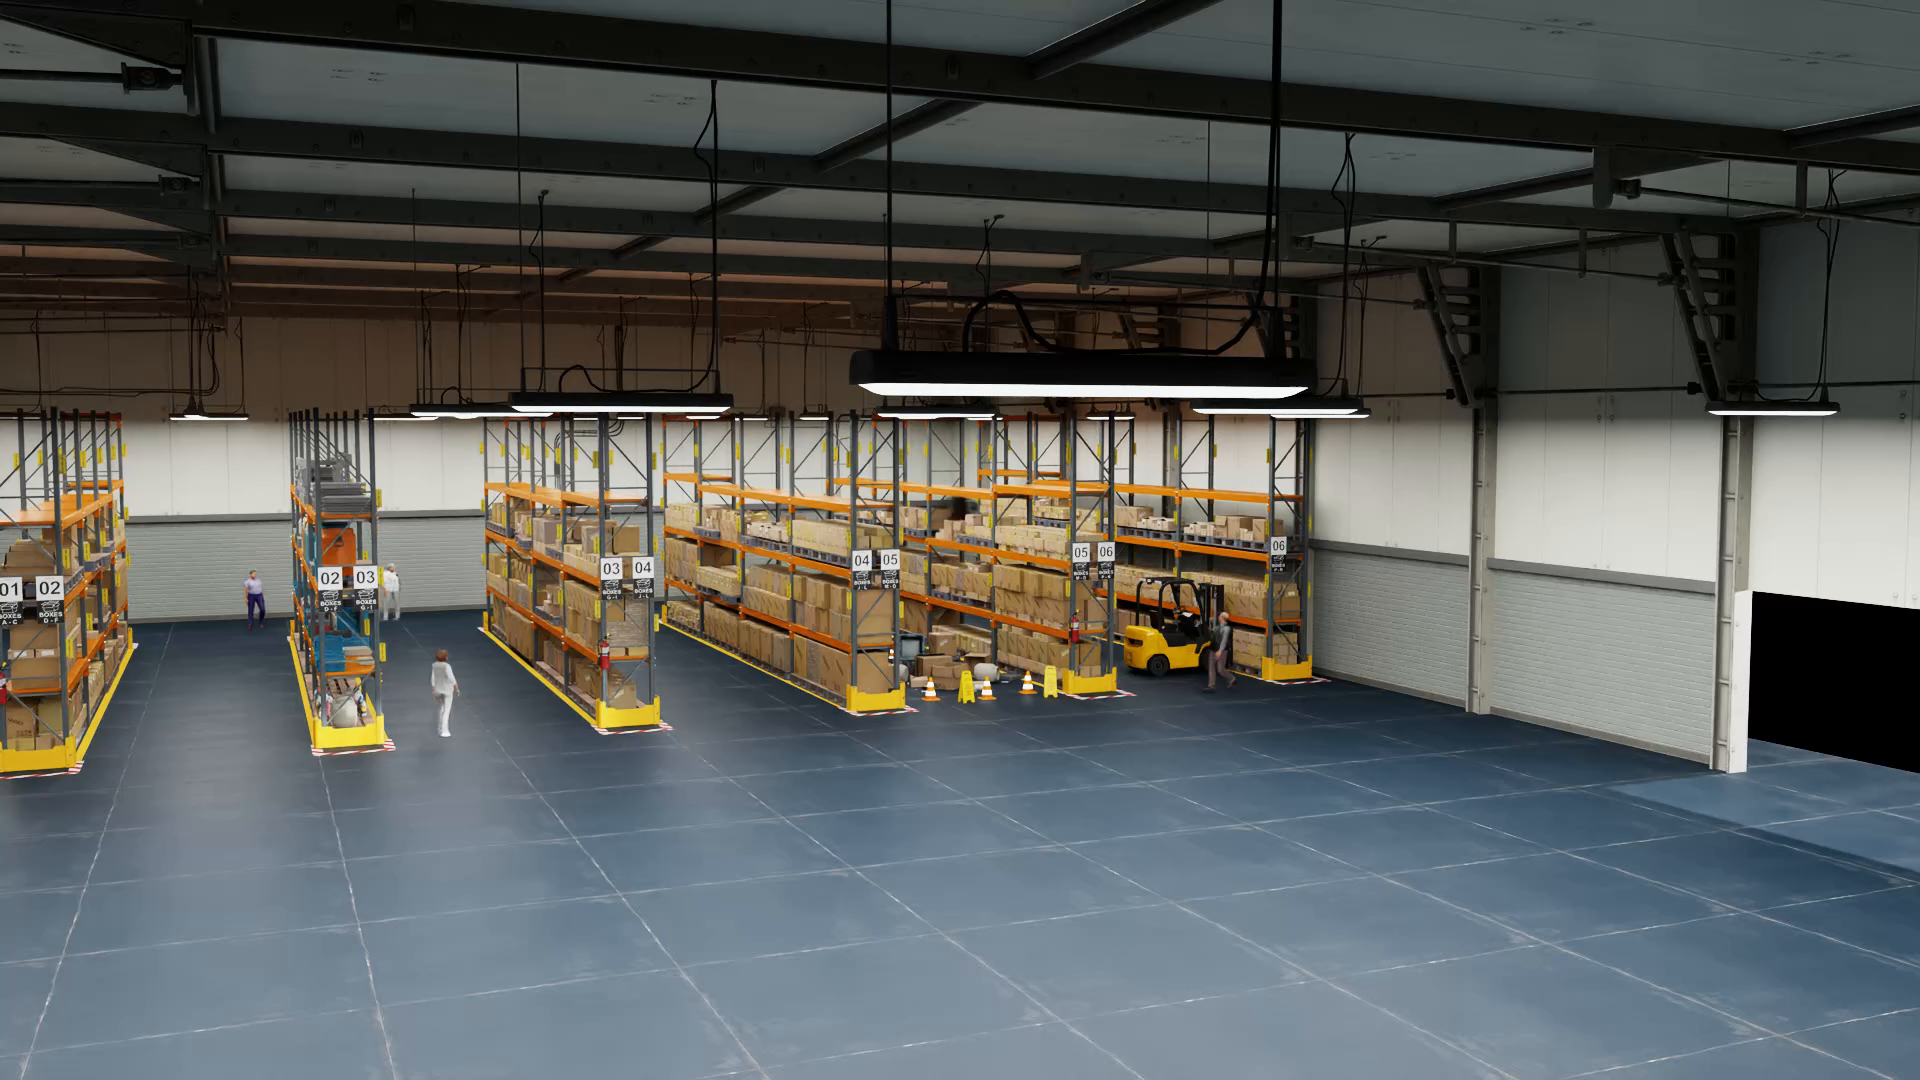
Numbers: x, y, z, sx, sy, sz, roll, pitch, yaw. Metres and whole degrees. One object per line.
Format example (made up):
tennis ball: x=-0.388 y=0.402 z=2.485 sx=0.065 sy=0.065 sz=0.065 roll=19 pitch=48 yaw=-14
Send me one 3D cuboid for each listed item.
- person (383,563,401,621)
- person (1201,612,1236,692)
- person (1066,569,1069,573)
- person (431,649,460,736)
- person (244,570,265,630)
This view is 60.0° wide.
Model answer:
person: x=-16.555 y=1.510 z=48.415 sx=0.492 sy=1.672 sz=0.395 roll=-3 pitch=5 yaw=-34
person: x=5.508 y=2.403 z=35.466 sx=0.737 sy=1.691 sz=0.540 roll=-3 pitch=5 yaw=-32
person: x=2.740 y=1.594 z=42.466 sx=0.617 sy=1.858 sz=0.662 roll=-3 pitch=5 yaw=-33
person: x=-9.412 y=2.794 z=30.358 sx=0.484 sy=1.616 sz=0.449 roll=1 pitch=4 yaw=9
person: x=-19.650 y=1.677 z=46.311 sx=0.558 sy=1.653 sz=0.420 roll=-3 pitch=5 yaw=-32
